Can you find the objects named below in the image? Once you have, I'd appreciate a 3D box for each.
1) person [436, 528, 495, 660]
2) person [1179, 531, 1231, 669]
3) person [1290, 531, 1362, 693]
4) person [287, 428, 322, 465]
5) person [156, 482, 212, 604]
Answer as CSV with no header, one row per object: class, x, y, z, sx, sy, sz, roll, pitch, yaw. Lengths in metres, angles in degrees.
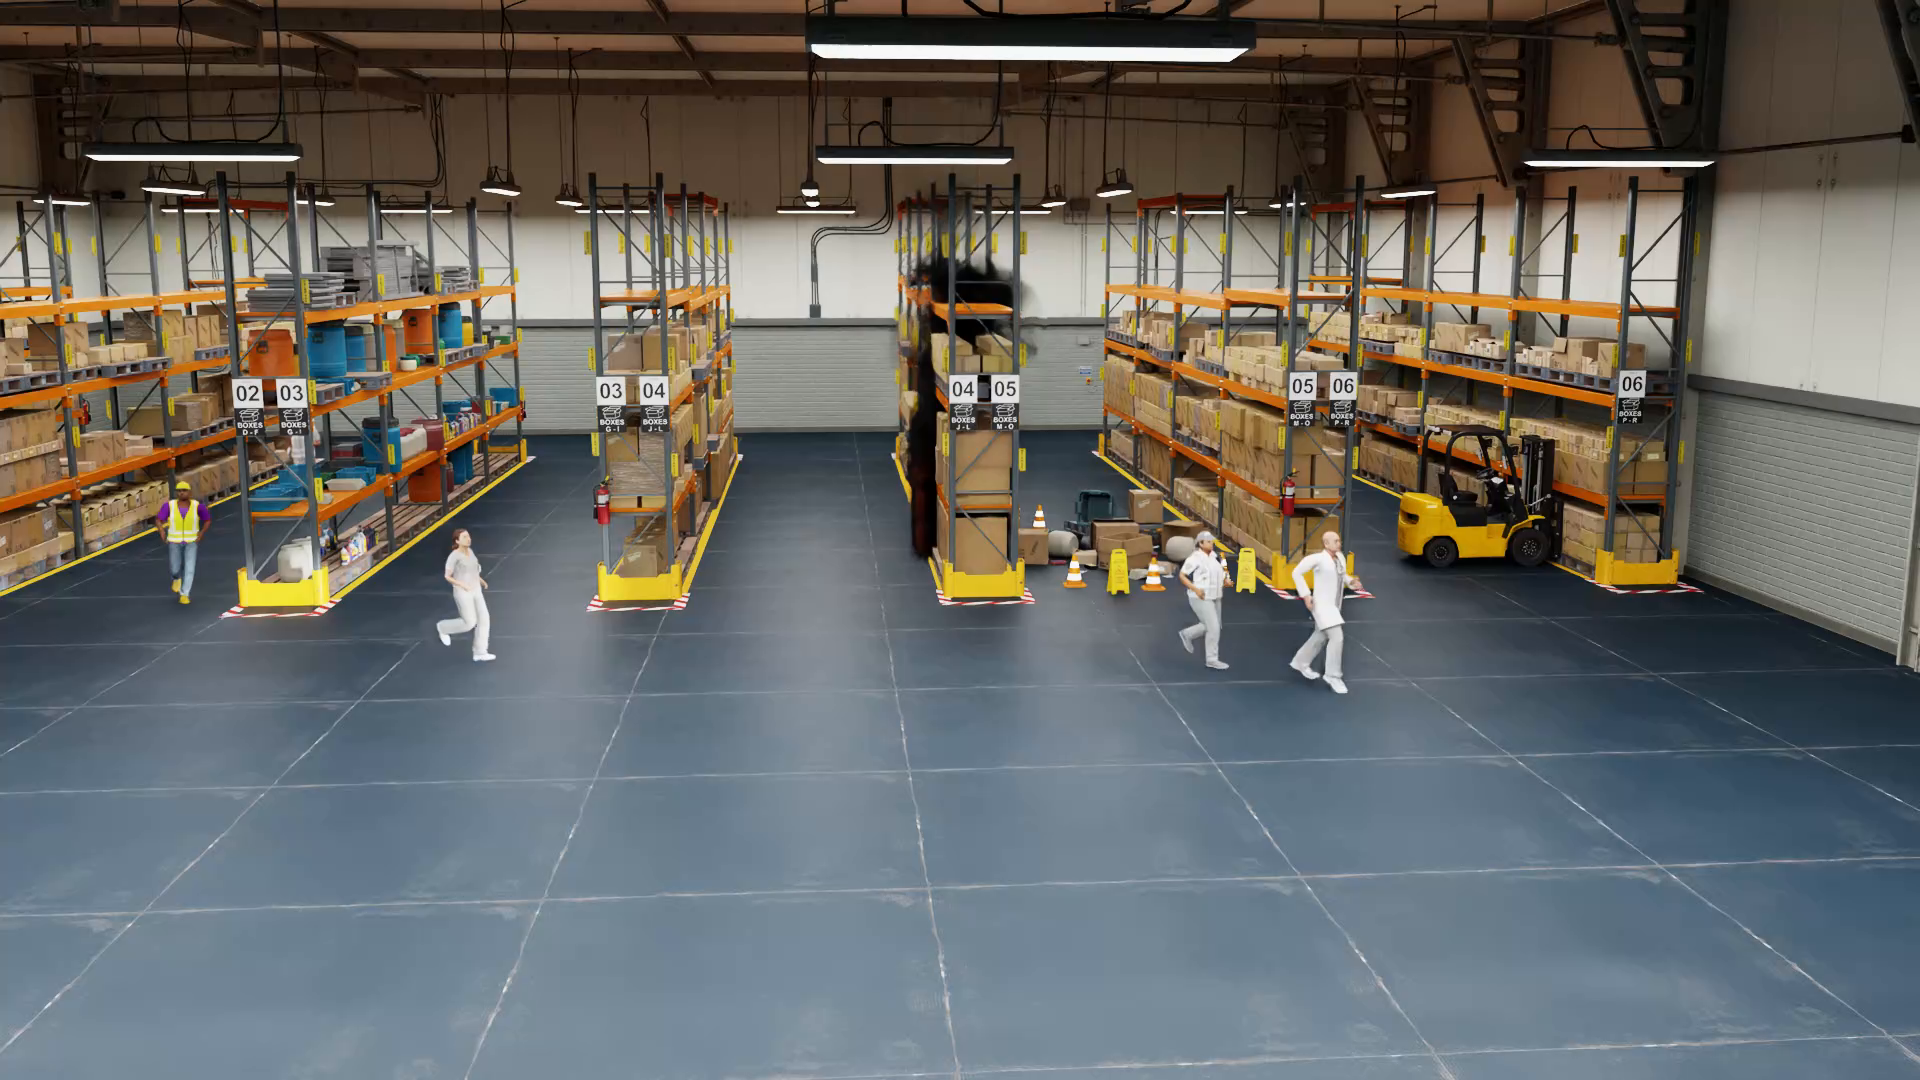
person,-6.030,0.659,20.343,0.810,1.633,0.580,5,11,24
person,2.938,0.699,20.039,0.784,1.632,0.620,9,14,42
person,4.189,0.800,19.104,0.867,1.838,0.689,9,13,41
person,-12.802,-1.609,32.485,0.684,1.769,1.003,-2,10,-11
person,-11.042,0.014,23.716,0.722,1.723,0.614,-4,11,-22
